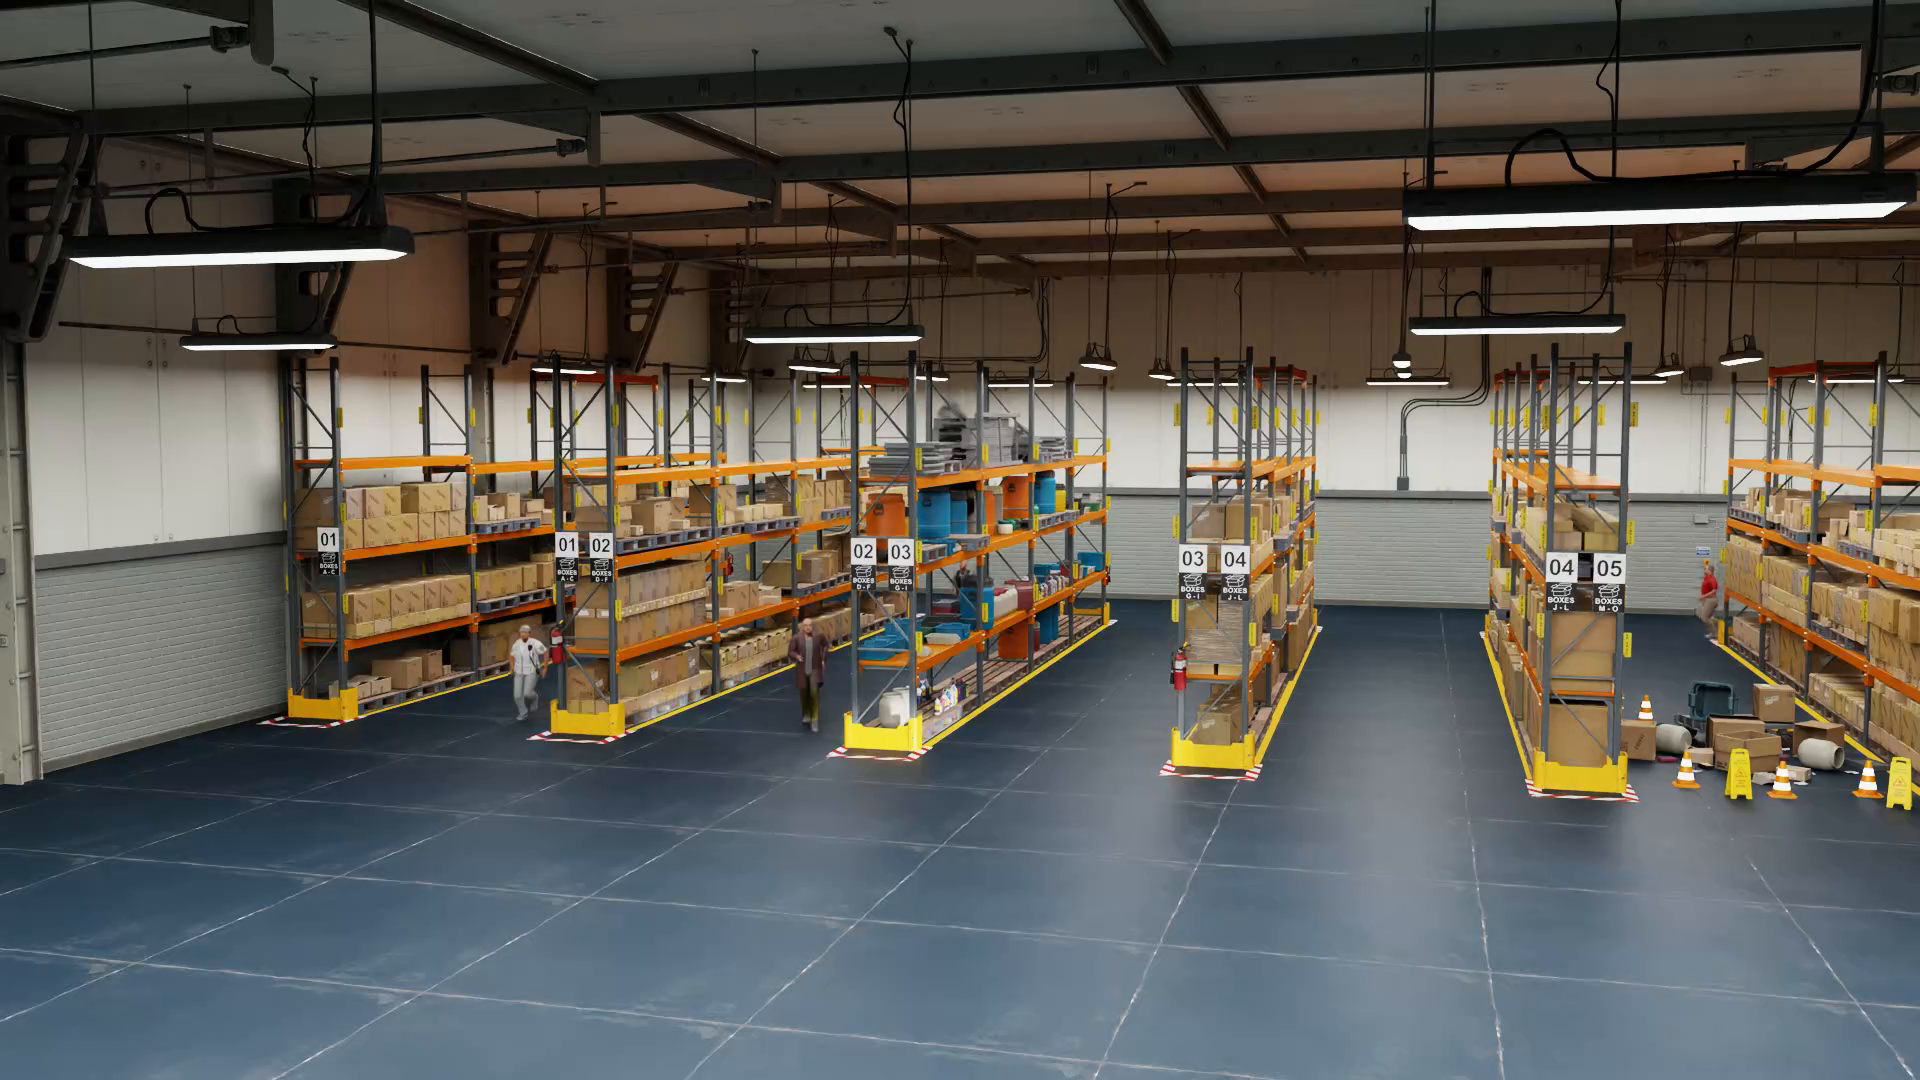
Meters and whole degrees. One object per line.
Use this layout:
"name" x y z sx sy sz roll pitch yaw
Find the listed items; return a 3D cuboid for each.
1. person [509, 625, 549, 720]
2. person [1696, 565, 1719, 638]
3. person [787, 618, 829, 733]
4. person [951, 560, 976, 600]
"person" -7.137 2.192 27.401 0.633 1.600 0.564 1 4 10
"person" 17.063 1.397 37.859 0.582 1.666 0.632 1 4 18
"person" -2.447 2.160 26.742 0.640 1.835 0.907 0 4 0
"person" 0.116 1.308 38.946 0.674 1.686 0.653 1 4 19
